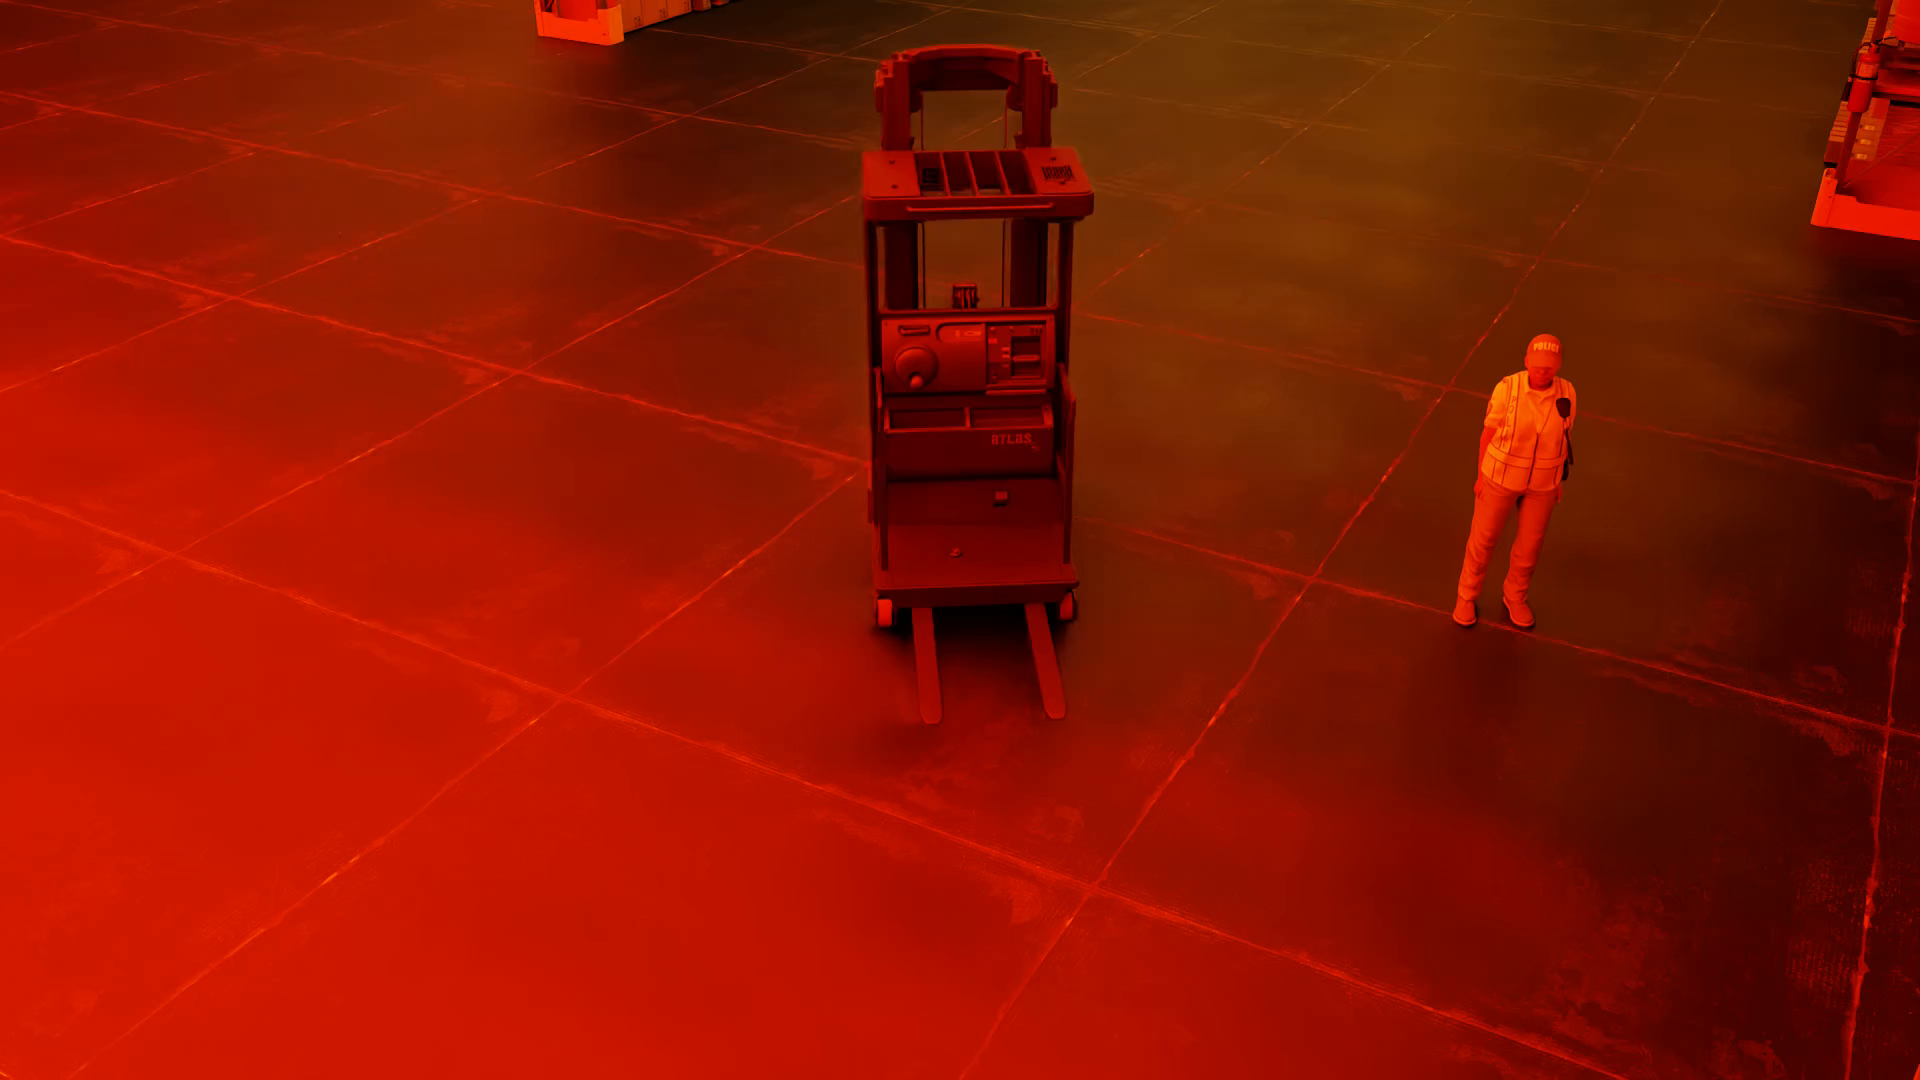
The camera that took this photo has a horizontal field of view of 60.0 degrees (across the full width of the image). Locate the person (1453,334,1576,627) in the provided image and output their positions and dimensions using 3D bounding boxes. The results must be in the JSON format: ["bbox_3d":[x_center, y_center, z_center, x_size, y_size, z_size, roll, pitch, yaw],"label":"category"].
[{"bbox_3d":[2.989,-0.315,8.888,0.480,1.669,0.389,3,30,5],"label":"person"}]

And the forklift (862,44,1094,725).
[{"bbox_3d":[0.064,-0.955,8.725,1.130,2.935,3.031,-2,30,-3],"label":"forklift"}]
